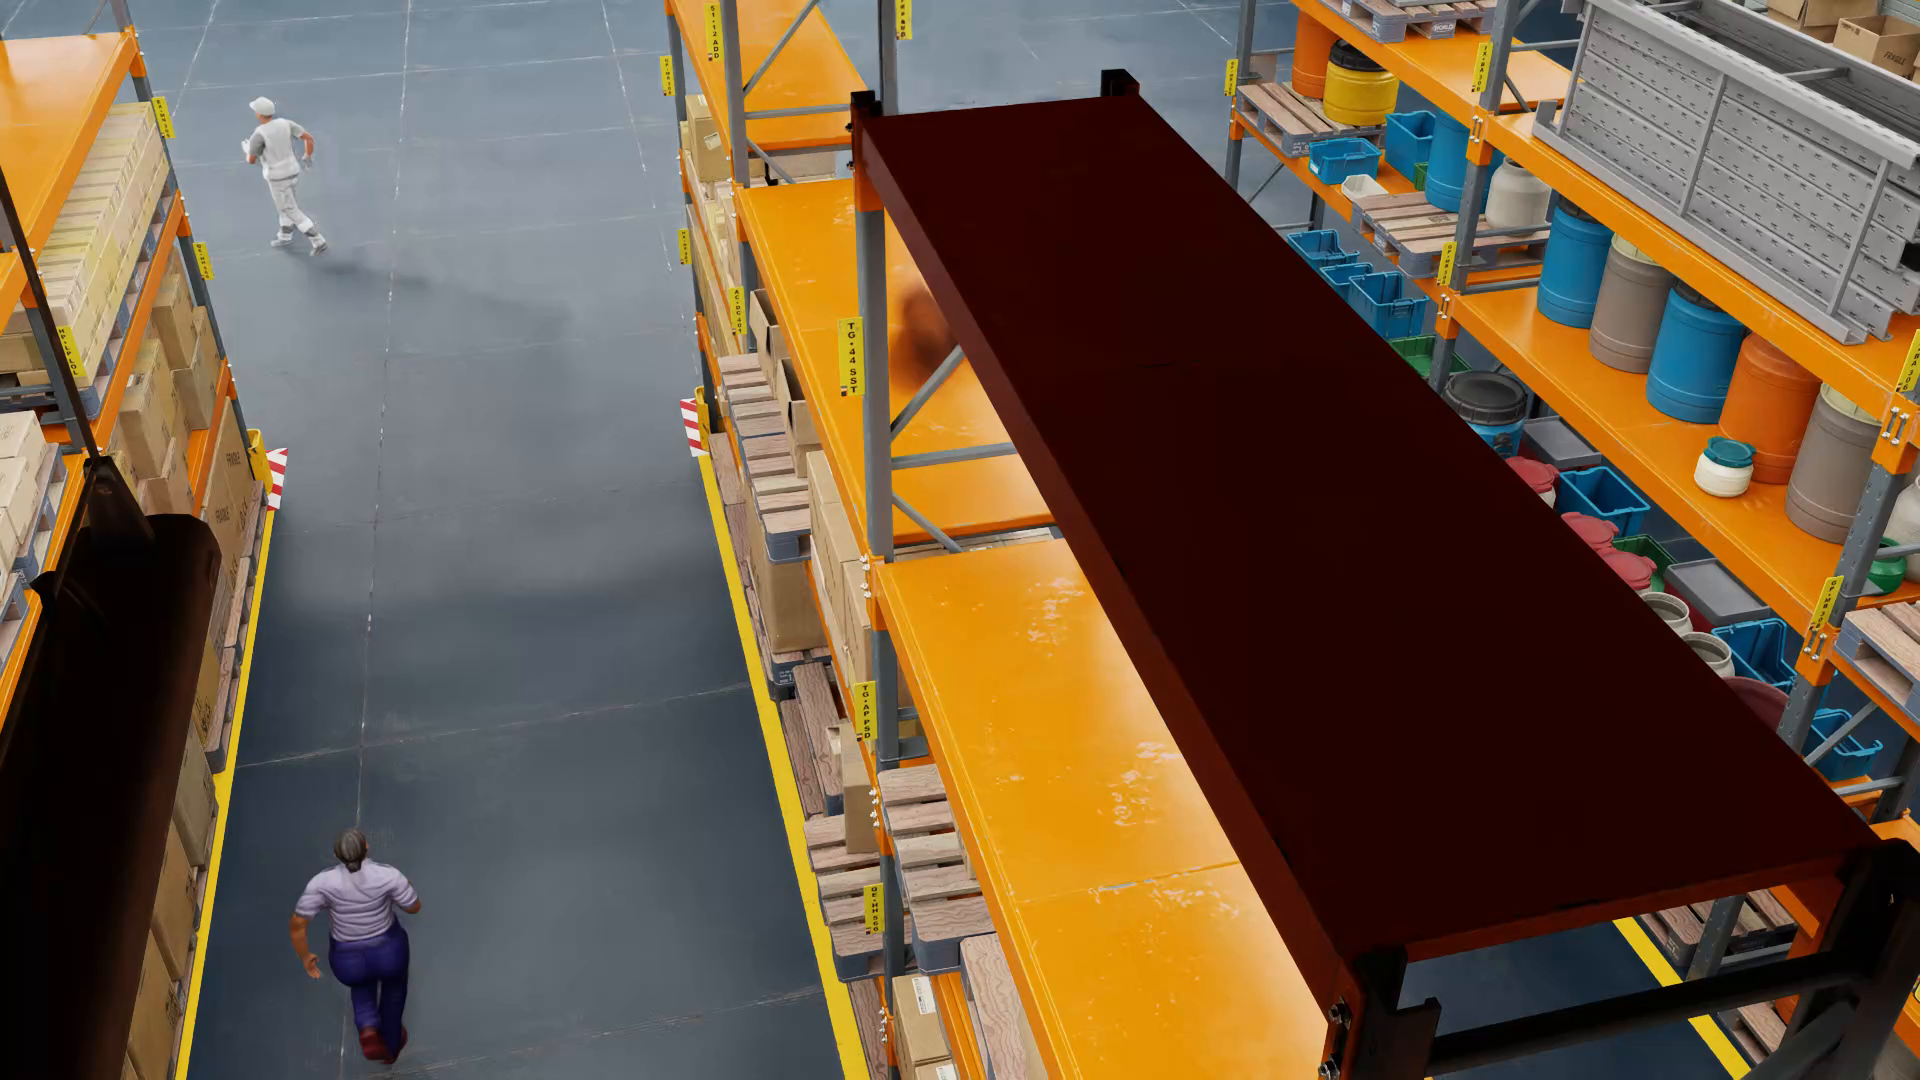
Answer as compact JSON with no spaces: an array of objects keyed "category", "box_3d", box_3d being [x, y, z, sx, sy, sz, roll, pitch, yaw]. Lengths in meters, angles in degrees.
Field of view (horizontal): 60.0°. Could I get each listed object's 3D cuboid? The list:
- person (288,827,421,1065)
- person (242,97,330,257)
[{"category":"person","box_3d":[-3.199,2.212,8.982,0.644,1.602,0.635,-9,35,-12]},{"category":"person","box_3d":[-7.425,-3.976,18.252,0.987,1.793,0.659,15,37,20]}]
